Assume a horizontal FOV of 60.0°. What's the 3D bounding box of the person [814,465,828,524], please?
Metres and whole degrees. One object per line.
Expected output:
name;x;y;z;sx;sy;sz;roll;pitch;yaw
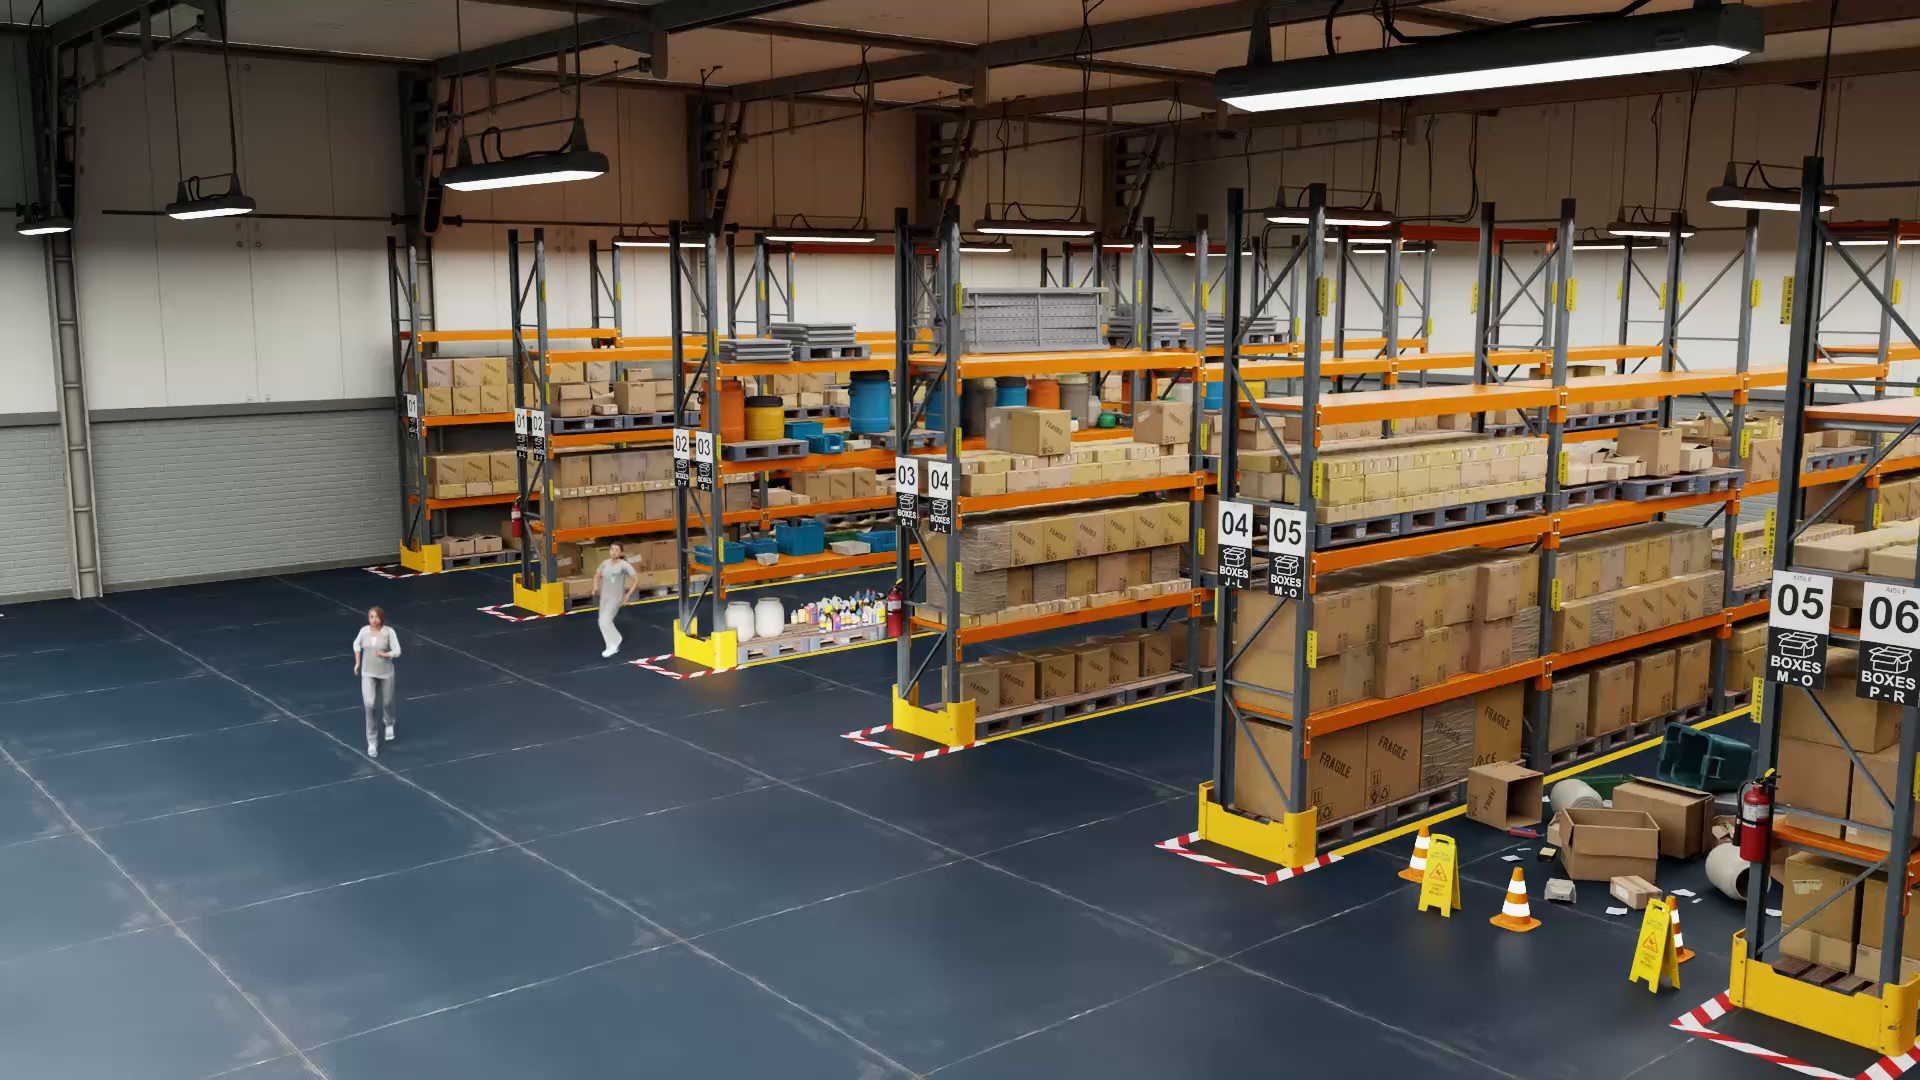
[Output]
person;-2.741;-0.731;32.797;0.644;1.796;0.660;8;12;42

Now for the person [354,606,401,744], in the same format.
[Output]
person;-6.476;1.465;18.502;0.516;1.495;0.743;-2;9;-14

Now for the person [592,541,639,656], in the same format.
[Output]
person;-4.816;0.831;23.057;0.637;1.631;0.539;4;10;23
